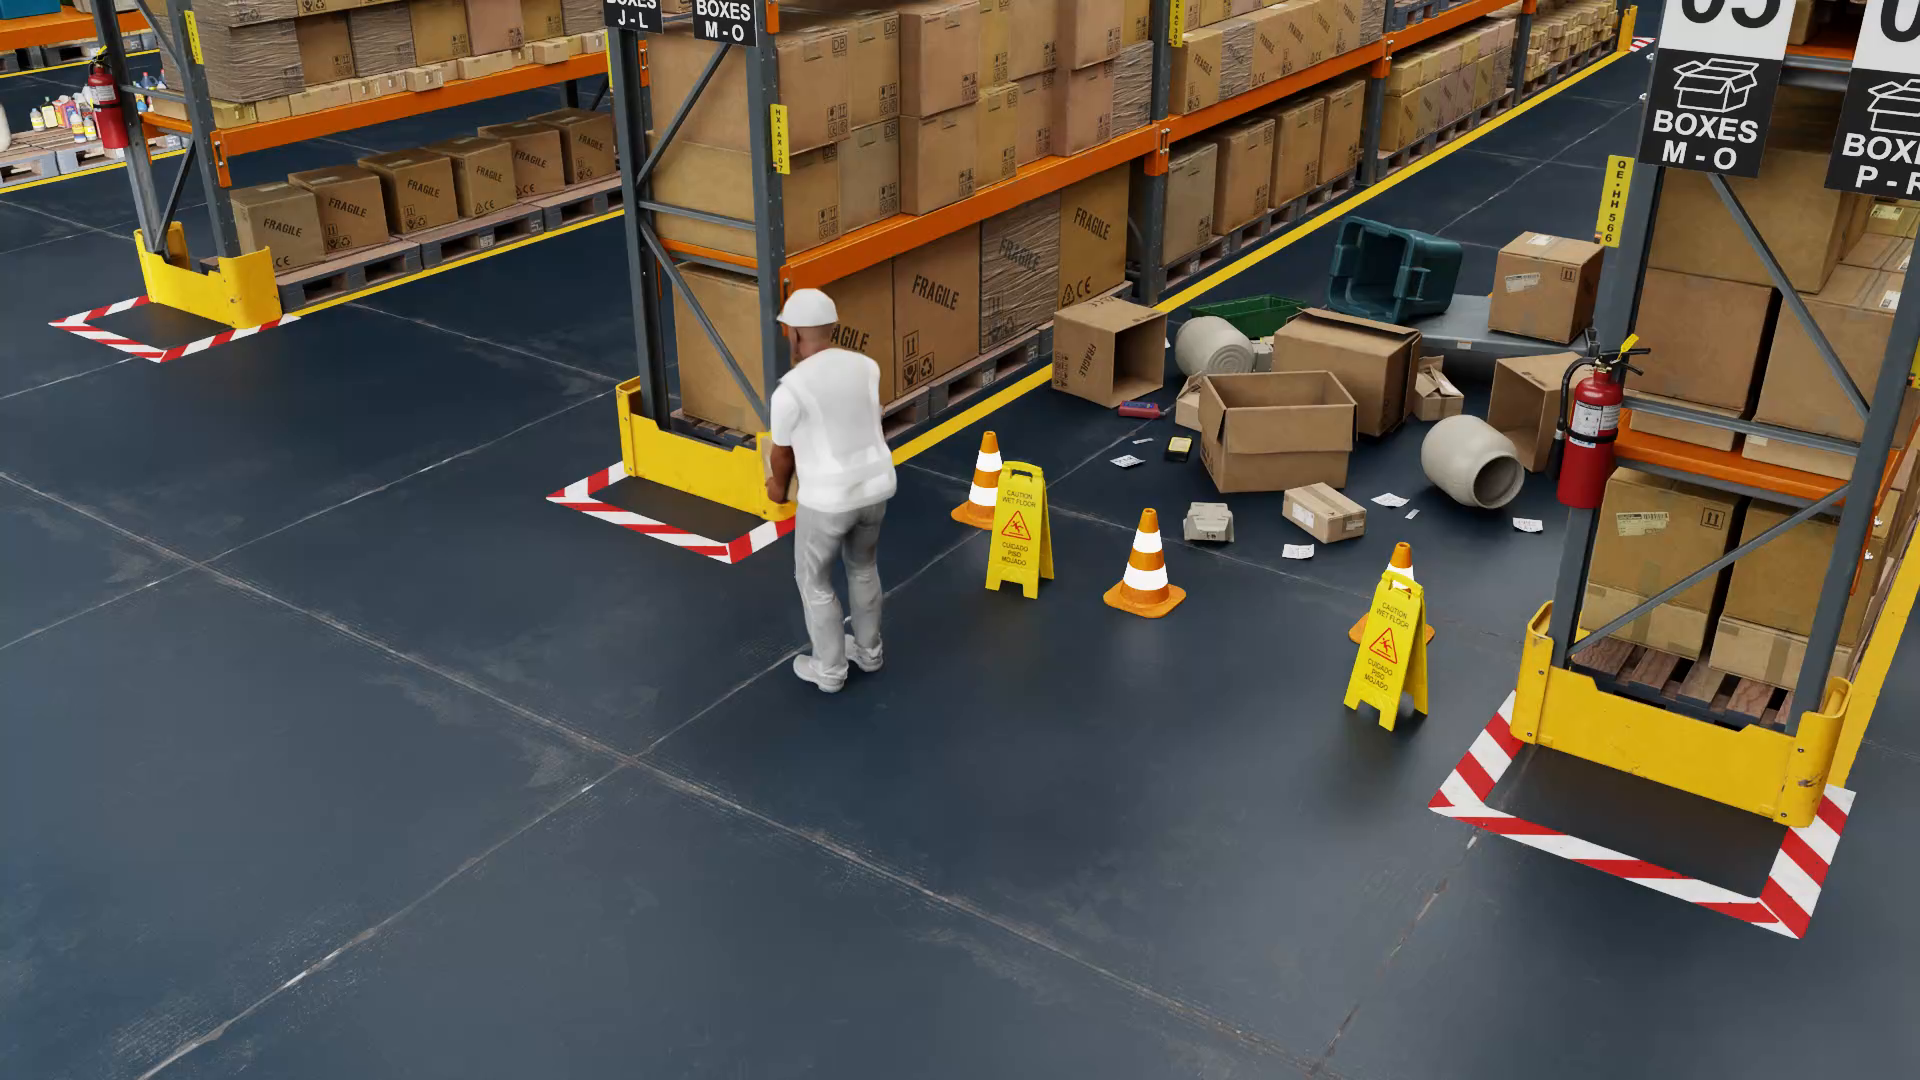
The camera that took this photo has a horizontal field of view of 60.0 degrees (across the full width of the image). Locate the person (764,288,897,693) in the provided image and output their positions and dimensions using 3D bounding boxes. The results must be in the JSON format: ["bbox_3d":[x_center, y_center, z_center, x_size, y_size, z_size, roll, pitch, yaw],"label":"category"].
[{"bbox_3d":[-0.570,-0.218,7.058,0.501,1.733,0.609,-19,33,-33],"label":"person"}]
